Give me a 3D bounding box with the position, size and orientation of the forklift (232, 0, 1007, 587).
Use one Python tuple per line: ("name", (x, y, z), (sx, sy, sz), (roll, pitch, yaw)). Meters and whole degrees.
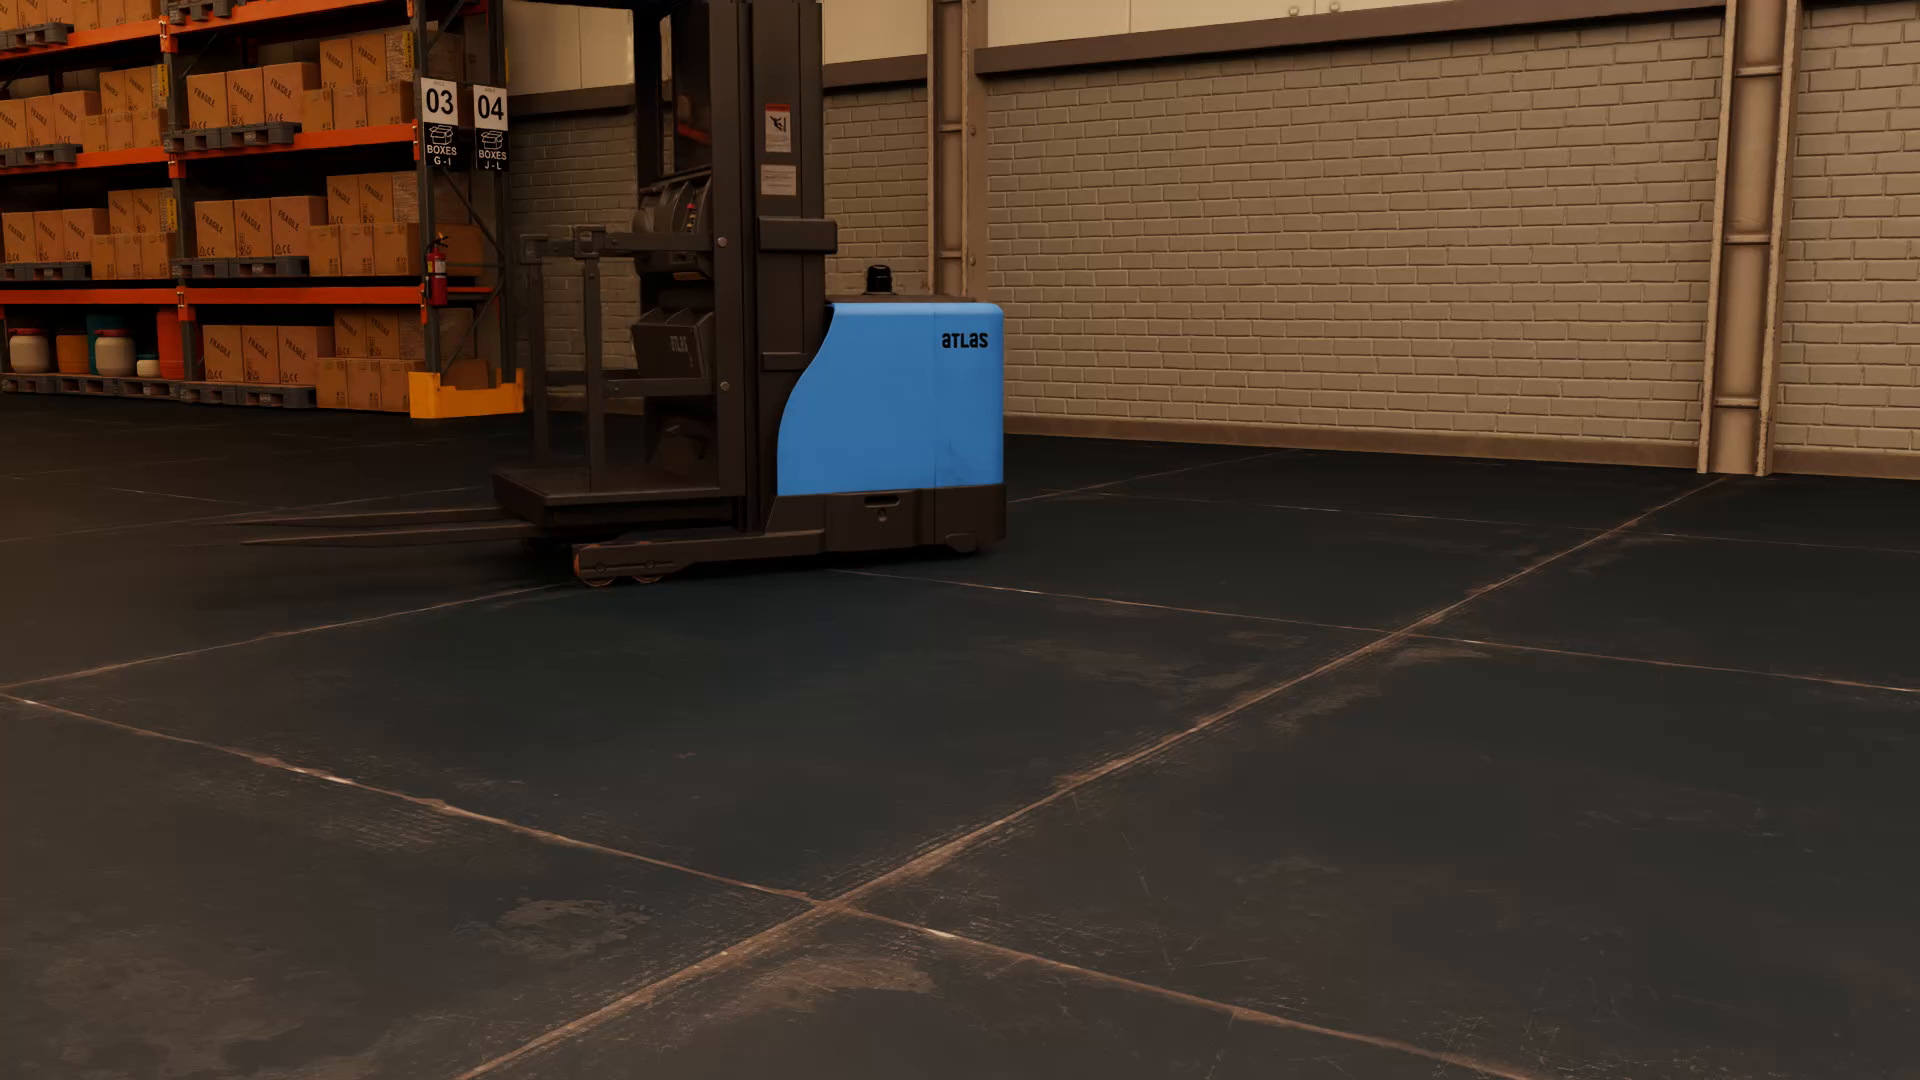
("forklift", (-1.356, -1.355, 6.723), (3.031, 2.935, 1.130), (-4, 9, -26))
